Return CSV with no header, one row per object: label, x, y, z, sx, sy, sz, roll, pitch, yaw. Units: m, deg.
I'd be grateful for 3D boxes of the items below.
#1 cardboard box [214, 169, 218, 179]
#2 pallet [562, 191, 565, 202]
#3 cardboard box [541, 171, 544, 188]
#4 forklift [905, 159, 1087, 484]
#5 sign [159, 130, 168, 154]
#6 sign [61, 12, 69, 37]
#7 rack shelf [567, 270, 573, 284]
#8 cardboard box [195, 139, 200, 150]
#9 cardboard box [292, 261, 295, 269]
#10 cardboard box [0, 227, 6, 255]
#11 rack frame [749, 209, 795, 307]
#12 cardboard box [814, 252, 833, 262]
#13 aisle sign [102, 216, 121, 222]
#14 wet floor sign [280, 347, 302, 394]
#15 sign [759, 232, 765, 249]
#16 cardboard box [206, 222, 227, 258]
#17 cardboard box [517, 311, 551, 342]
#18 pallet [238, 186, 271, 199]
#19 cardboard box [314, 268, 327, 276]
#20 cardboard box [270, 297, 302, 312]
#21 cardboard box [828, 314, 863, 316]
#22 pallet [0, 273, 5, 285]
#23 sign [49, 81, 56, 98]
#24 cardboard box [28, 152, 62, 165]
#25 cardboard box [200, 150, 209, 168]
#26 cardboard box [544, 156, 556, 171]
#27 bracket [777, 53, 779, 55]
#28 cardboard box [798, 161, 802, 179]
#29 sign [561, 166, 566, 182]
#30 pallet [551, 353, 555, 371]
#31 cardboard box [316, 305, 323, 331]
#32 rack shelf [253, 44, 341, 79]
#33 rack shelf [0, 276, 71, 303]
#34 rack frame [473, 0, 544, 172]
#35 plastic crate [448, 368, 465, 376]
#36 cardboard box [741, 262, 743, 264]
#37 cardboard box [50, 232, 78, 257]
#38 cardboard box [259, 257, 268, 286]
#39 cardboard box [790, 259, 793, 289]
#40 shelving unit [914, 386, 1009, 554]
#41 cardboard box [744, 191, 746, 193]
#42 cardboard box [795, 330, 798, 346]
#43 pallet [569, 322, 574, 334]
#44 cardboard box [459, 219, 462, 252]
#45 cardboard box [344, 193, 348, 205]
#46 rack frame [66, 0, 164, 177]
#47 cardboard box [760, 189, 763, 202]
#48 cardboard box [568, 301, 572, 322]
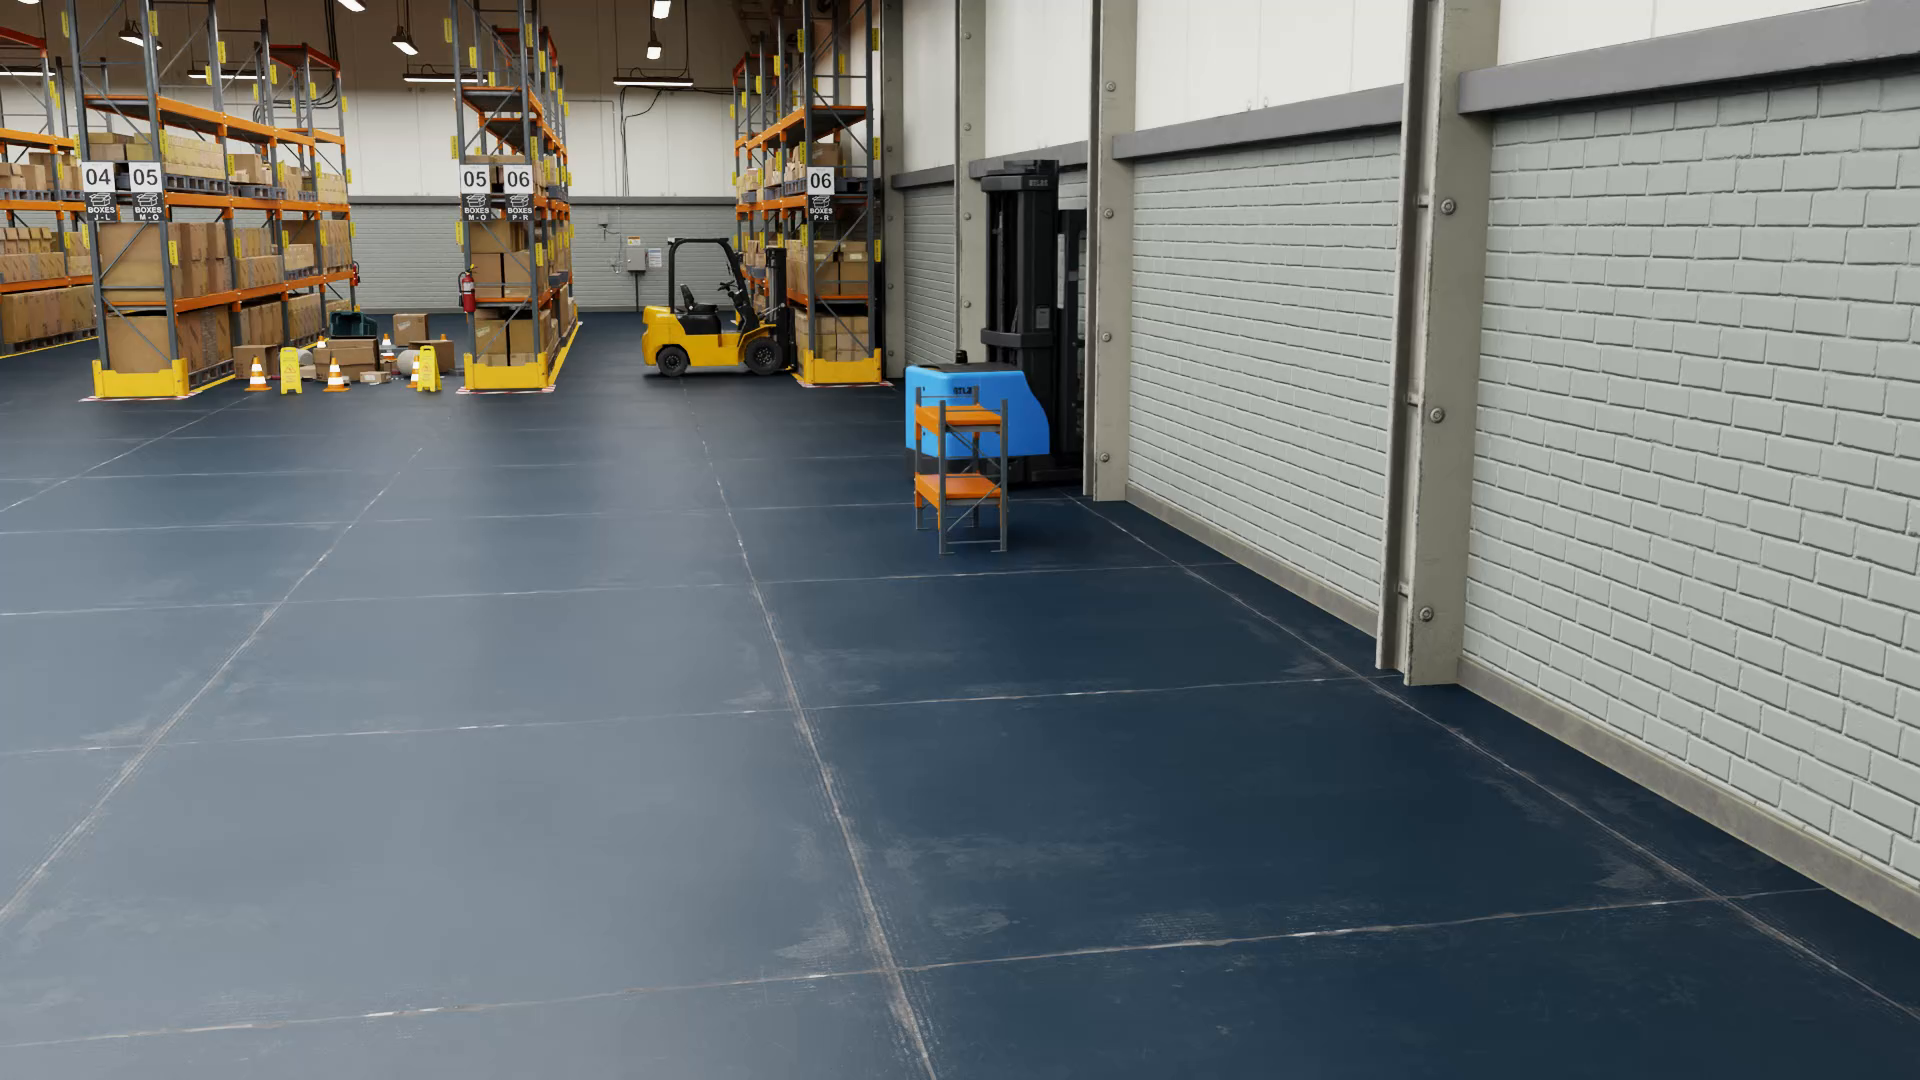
cardboard box,-11.792,-5.705,25.905,0.380,0.149,0.250,-2,11,-10
pallet,-9.146,-7.494,36.262,1.003,0.211,1.213,-2,11,-11
cardboard box,-6.992,-5.829,26.880,0.500,0.250,0.500,-2,11,-12
forklift,1.052,-2.037,15.561,3.031,2.935,1.130,-4,12,-21
sign,-10.954,-5.475,22.868,0.100,0.325,0.005,-2,11,-11
sign,-12.034,-6.942,22.392,0.100,0.325,0.005,-2,11,-11
rack shelf,-9.386,-5.927,37.738,1.077,0.370,4.000,-2,11,-11
cardboard box,-11.598,-5.911,24.857,0.380,0.149,0.250,-2,11,-10
cardboard box,-13.157,-5.351,32.334,0.380,0.149,0.250,-2,11,-9
cardboard box,-18.066,-5.496,30.600,0.797,0.503,0.637,-2,11,-9
rack frame,-4.129,-6.095,36.696,1.000,3.000,0.127,-2,11,-11
cardboard box,-2.137,-4.315,25.343,0.380,0.149,0.250,-2,11,-10
aisle sign,-19.216,-7.588,37.588,0.394,0.787,0.004,-2,11,-11
wet floor sign,-9.551,-2.424,23.708,0.267,0.644,0.232,-4,12,-21
sign,-3.881,-5.870,32.628,0.100,0.325,0.005,-2,11,-11
cardboard box,-12.018,-4.686,26.007,0.875,0.550,0.550,-2,11,-11
cardboard box,-6.962,-3.478,27.174,0.500,0.500,0.500,-2,11,-10
pallet,-12.657,-6.041,28.896,1.003,0.211,1.213,-2,11,-8
cardboard box,-13.567,-5.655,35.060,0.380,0.149,0.250,-2,11,-9
cardboard box,-13.050,-4.556,32.170,0.500,0.250,0.500,-2,11,-12
cardboard box,-1.804,-3.427,26.237,0.500,0.250,0.500,-2,11,-11
pallet,-17.697,-4.599,29.347,1.213,0.211,1.003,-2,11,-11
sign,-18.188,-9.020,33.310,0.100,0.325,0.005,-2,11,-11
cardboard box,-18.895,-7.872,34.349,0.500,0.250,0.500,-3,11,-15
cardboard box,-11.736,-5.784,25.254,0.500,0.250,0.500,-2,11,-12
cardboard box,-7.269,-6.511,28.800,0.500,0.250,0.500,-2,11,-12
bracket,-4.310,-11.506,39.456,0.076,0.066,4.783,-2,11,-11
cardboard box,-2.303,-5.744,25.801,0.396,0.266,0.258,-2,11,-11
sign,-8.467,-7.817,35.499,0.100,0.325,0.005,-2,11,-11
pallet,-7.276,-2.955,27.655,1.003,0.211,1.213,-2,11,-11
cardboard box,-13.442,-4.567,34.230,0.500,0.500,0.500,-2,11,-12
rack shelf,-14.222,-10.308,35.823,1.077,0.370,4.000,-2,11,-11
rack shelf,-18.329,-4.833,31.990,1.077,0.370,4.000,-2,11,-11
rack frame,-7.441,-7.393,27.474,1.000,3.000,0.127,-2,11,-11
plastic crate,-7.940,-2.694,26.638,0.402,0.080,0.583,-6,13,-31
cardboard box,-4.883,-6.623,39.074,0.500,0.250,0.500,-2,11,-12
cardboard box,-18.560,-6.091,34.277,0.500,0.500,0.500,-2,11,-11
cardboard box,-12.407,-4.681,28.998,0.500,0.500,0.500,-2,11,-10
cardboard box,-2.526,-4.398,27.514,0.500,0.500,0.500,-2,11,-12
shelving unit,-0.001,-0.554,12.598,0.538,1.125,1.048,-2,11,-11
cardboard box,-4.580,-7.815,37.317,0.500,0.250,0.500,-3,11,-13
cardboard box,-2.404,-3.259,26.692,0.500,0.250,0.500,-2,11,-12
pallet,-9.068,-4.686,36.752,1.003,0.211,1.213,-2,11,-11
cardboard box,-7.268,-4.668,25.461,0.700,0.500,0.500,-2,11,-12
cardboard box,-14.263,-7.775,37.901,0.500,0.250,0.500,-2,11,-12
rack frame,-11.499,-6.461,22.576,1.000,3.000,0.127,-2,11,-11
cardboard box,-3.689,-6.846,33.023,0.500,0.250,0.500,-2,11,-13
cardboard box,-9.189,-5.144,37.432,0.875,0.438,0.875,-2,11,-13
